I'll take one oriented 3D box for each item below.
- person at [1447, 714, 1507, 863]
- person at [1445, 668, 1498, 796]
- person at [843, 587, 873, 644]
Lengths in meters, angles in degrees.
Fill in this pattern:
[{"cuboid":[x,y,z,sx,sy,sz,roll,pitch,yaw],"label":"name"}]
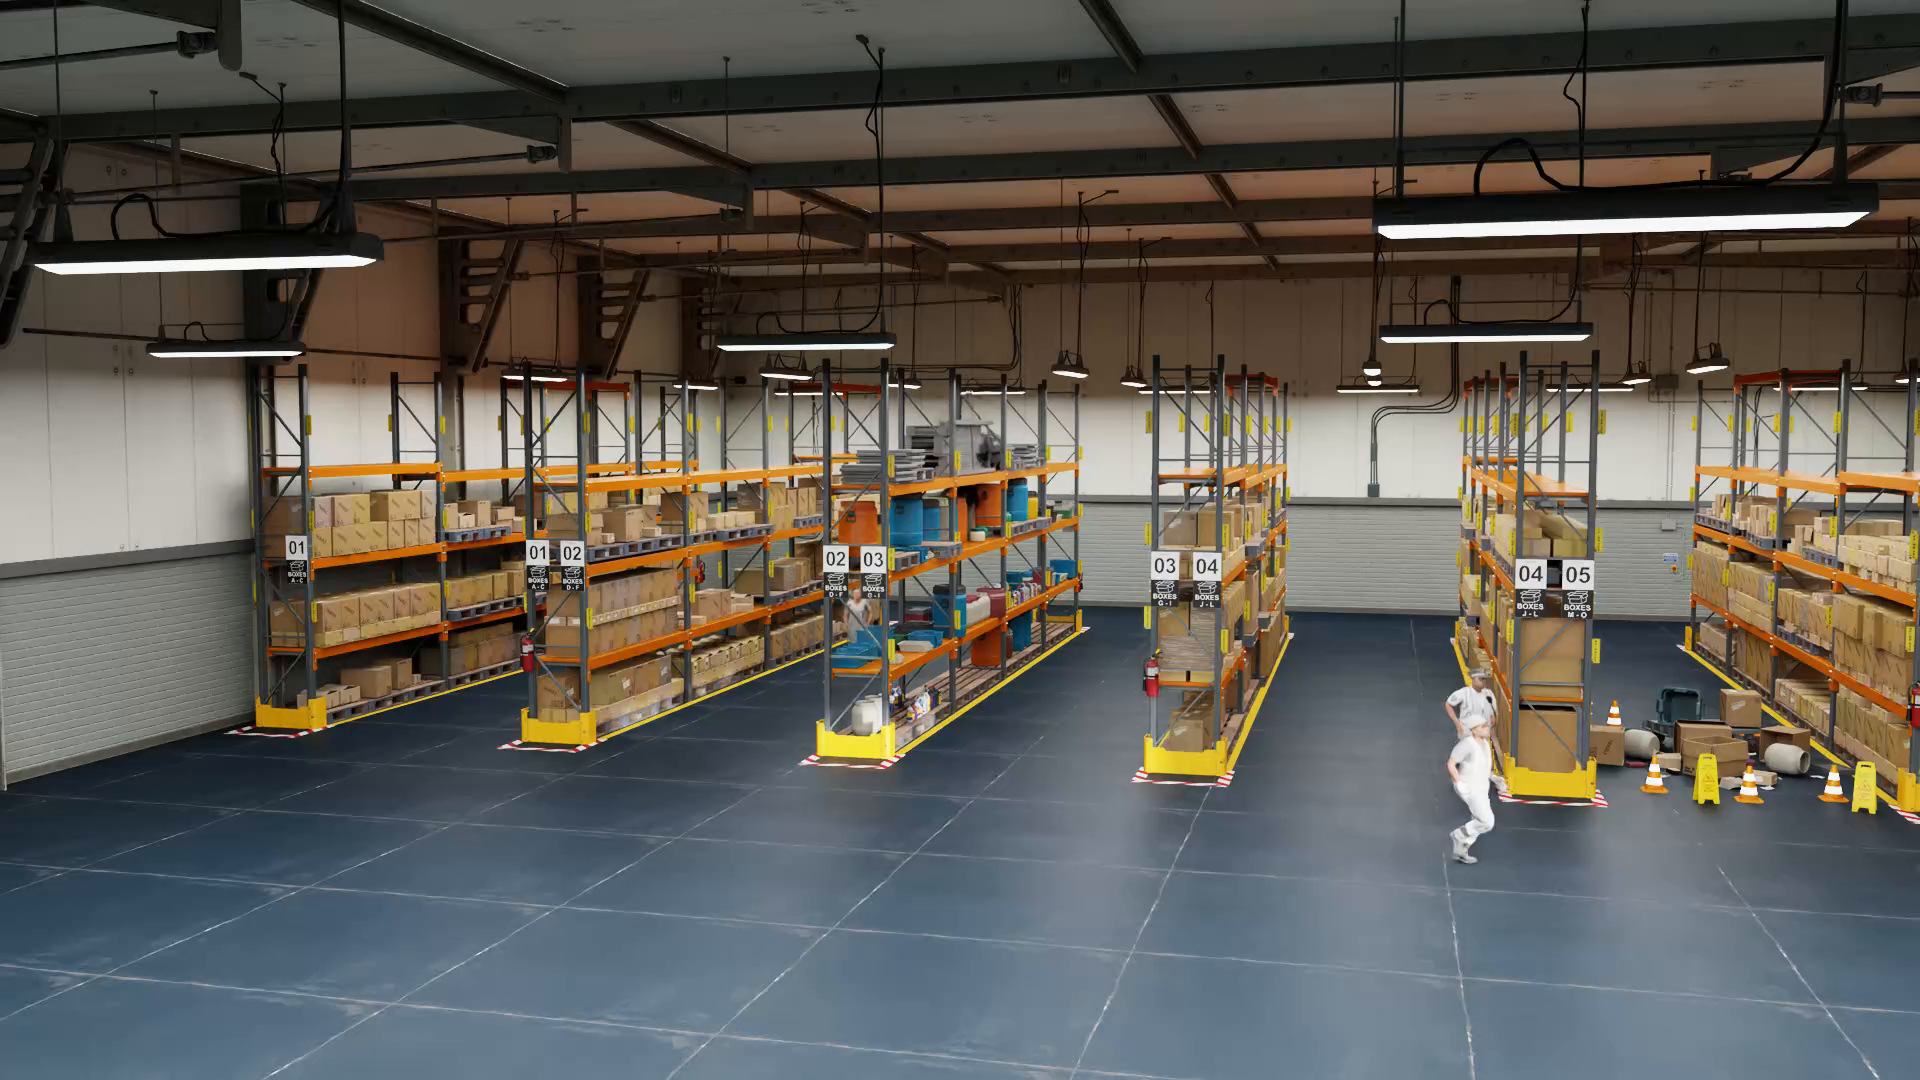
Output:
[{"cuboid":[5.881,2.839,18.916,0.608,1.719,0.590,-4,6,-44],"label":"person"},{"cuboid":[6.838,2.566,22.067,0.656,1.773,0.911,-1,4,-20],"label":"person"},{"cuboid":[-1.942,1.715,31.629,0.554,1.655,0.721,0,4,1],"label":"person"}]
